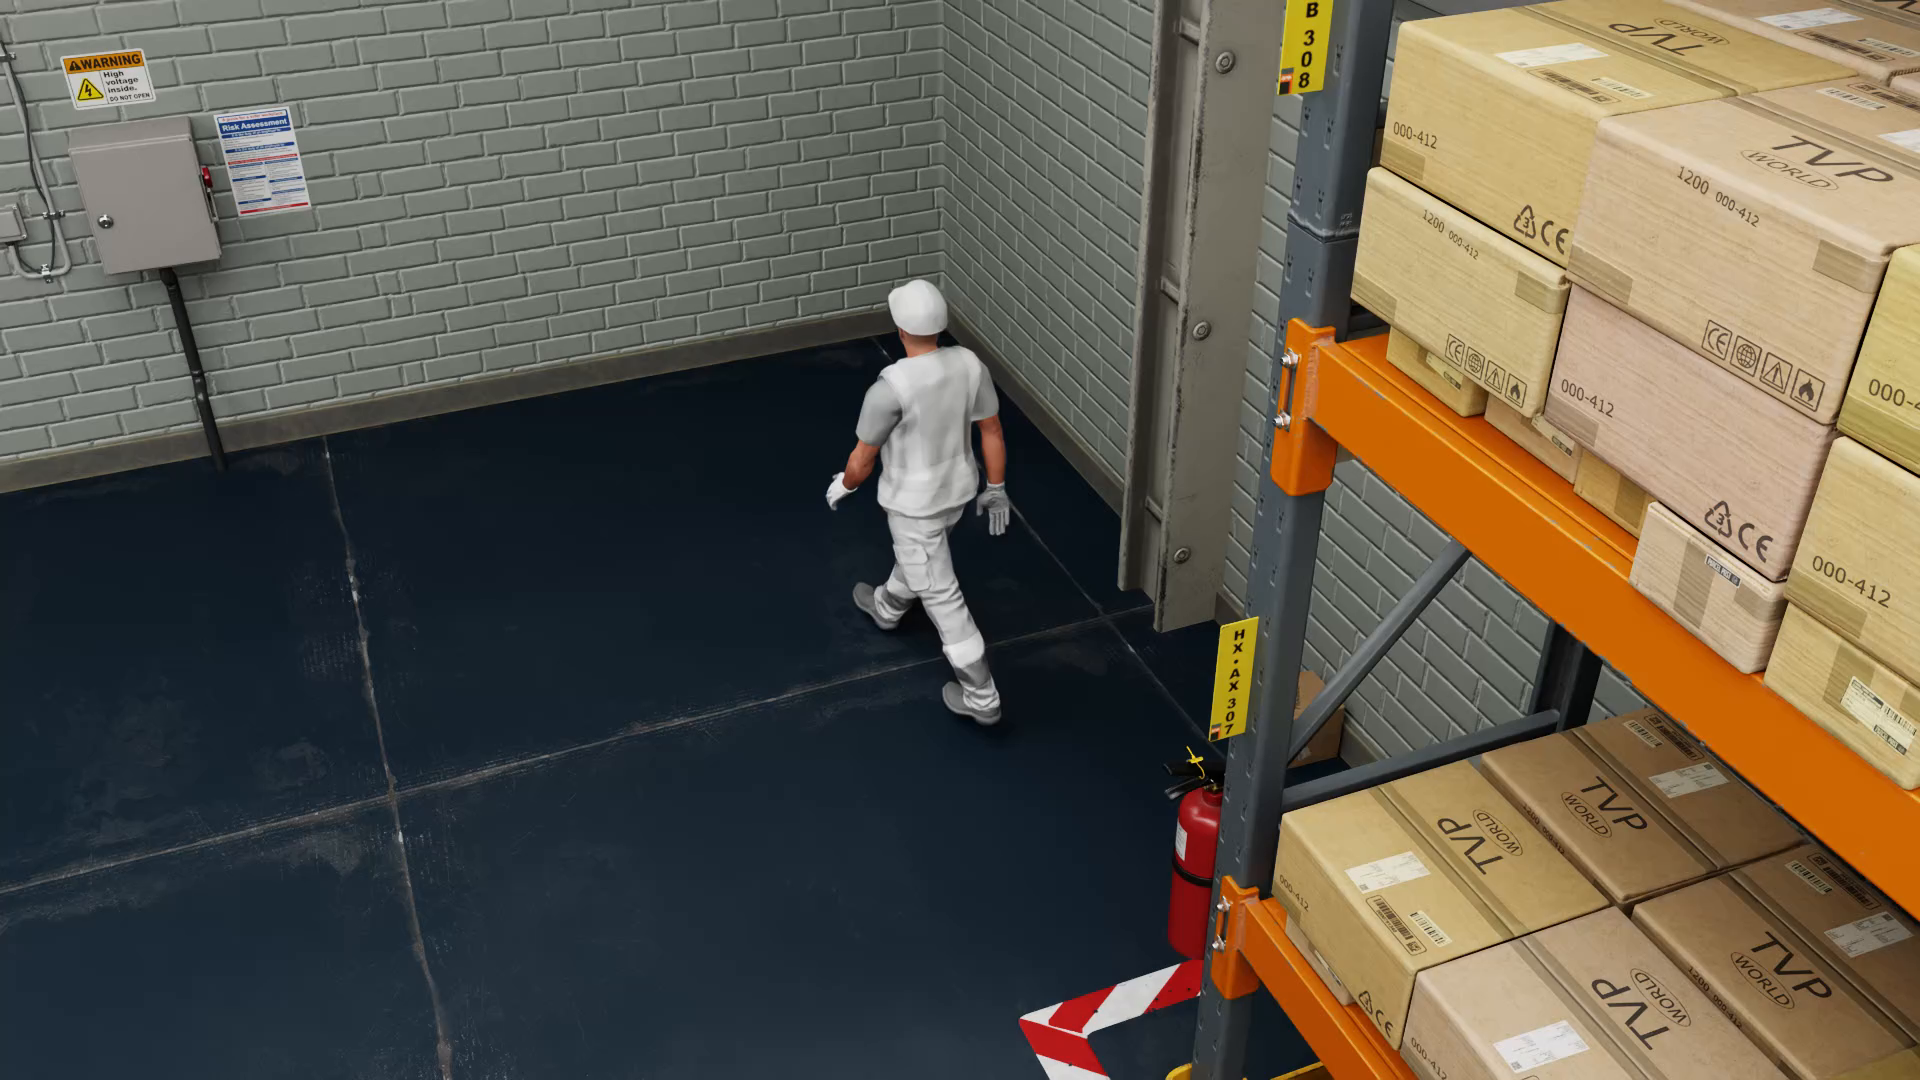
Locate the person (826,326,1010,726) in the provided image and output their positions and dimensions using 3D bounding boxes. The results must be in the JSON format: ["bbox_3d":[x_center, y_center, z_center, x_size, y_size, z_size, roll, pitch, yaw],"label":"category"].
[{"bbox_3d":[-0.175,-0.187,6.446,0.559,1.678,1.097,-25,40,-32],"label":"person"}]
